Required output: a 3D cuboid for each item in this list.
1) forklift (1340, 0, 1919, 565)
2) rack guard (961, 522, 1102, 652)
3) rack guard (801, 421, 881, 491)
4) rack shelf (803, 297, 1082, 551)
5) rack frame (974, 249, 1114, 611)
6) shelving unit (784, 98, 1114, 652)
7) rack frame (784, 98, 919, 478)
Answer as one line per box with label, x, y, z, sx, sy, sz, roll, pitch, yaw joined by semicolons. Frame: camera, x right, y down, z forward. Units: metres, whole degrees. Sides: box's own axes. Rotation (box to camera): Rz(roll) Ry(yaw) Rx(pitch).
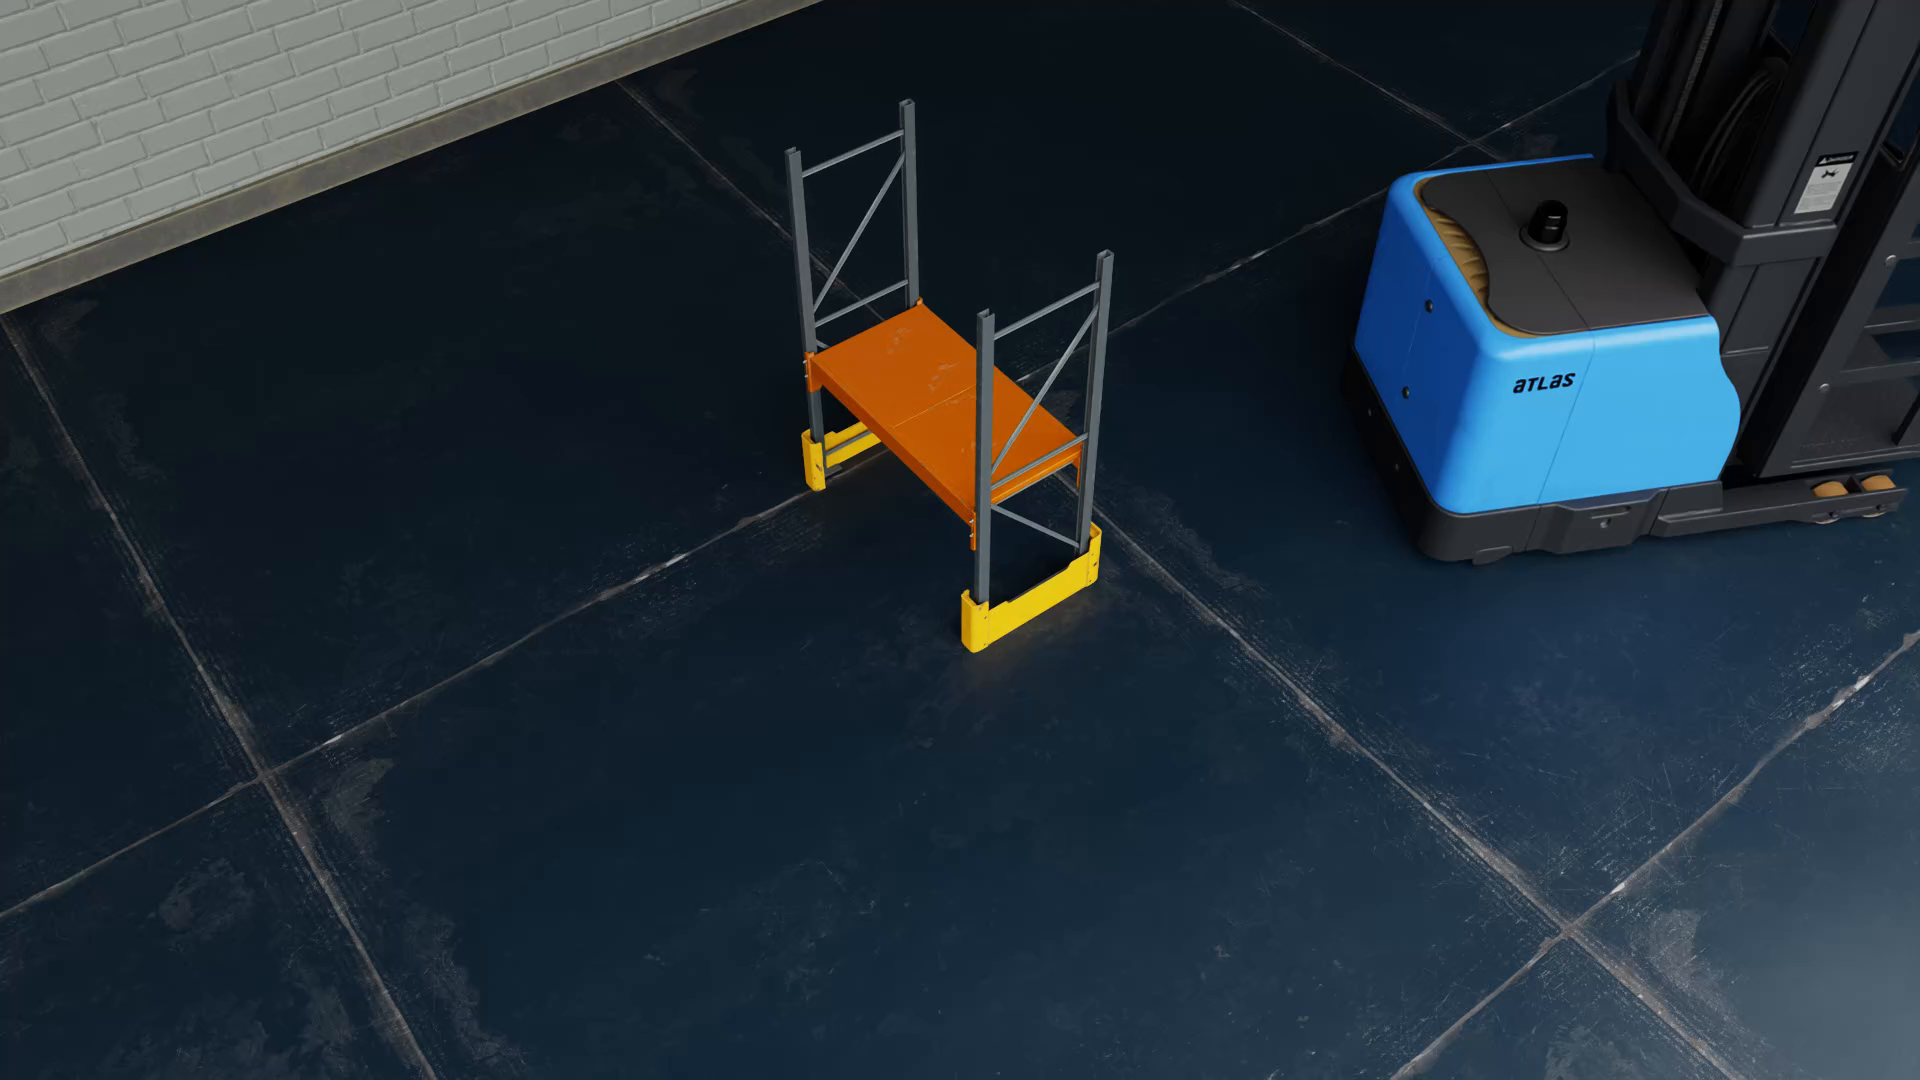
forklift;3.099;-1.425;5.564;3.031;2.935;1.130;-8;48;-7
rack guard;0.255;0.165;5.932;0.587;0.250;0.087;-29;54;-24
rack guard;-0.348;-0.423;6.464;0.587;0.250;0.087;-29;54;-24
rack shelf;-0.052;-0.433;5.873;0.538;0.185;1.000;-29;54;-24
rack frame;0.256;-0.254;5.468;0.500;1.500;0.032;-29;54;-24
shelving unit;-0.046;-0.549;5.735;0.587;1.500;1.083;-29;54;-24
rack frame;-0.359;-0.854;6.012;0.500;1.500;0.032;-29;54;-24
